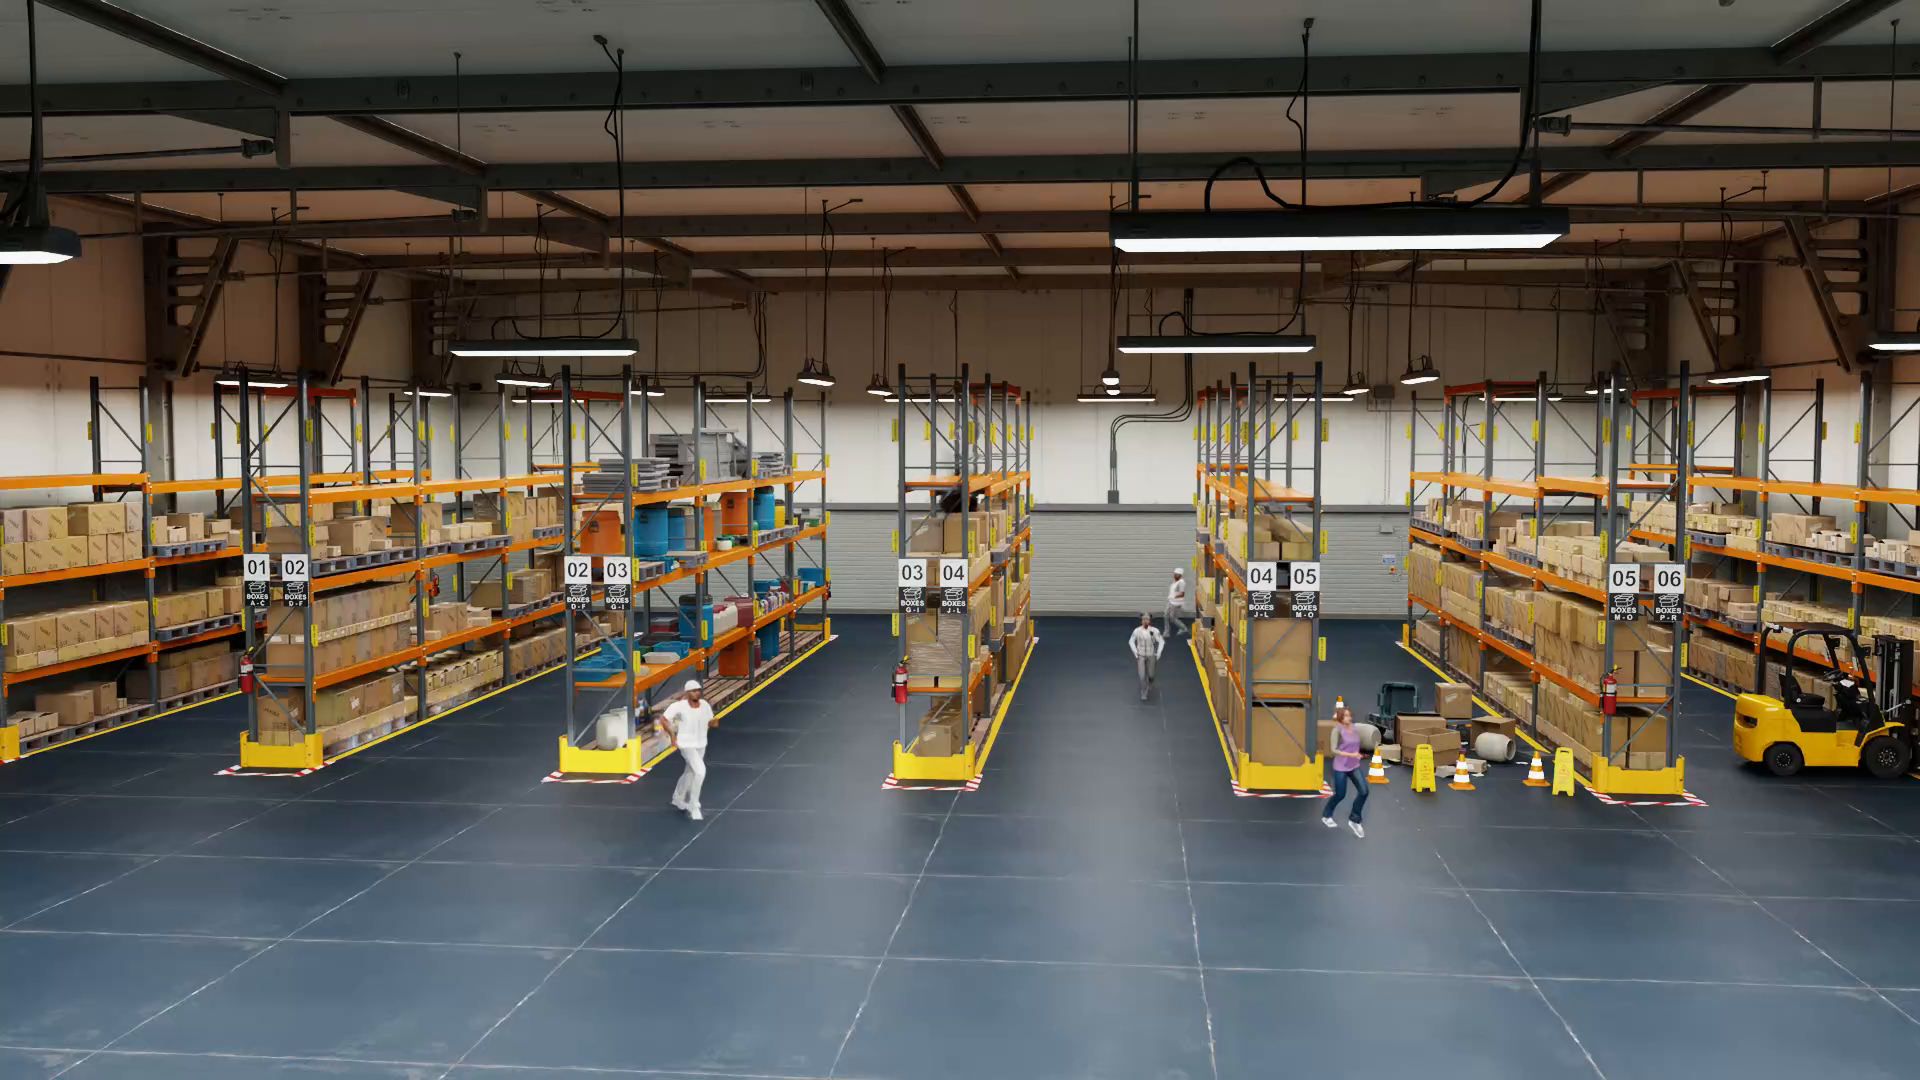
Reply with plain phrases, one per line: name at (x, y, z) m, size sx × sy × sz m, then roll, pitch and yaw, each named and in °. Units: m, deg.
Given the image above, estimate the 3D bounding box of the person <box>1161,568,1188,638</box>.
person at (5.260, 1.543, 40.432) m, size 0.756 × 1.740 × 0.706 m, roll -1°, pitch 4°, yaw -12°

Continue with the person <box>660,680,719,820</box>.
person at (-3.495, 2.739, 21.795) m, size 0.765 × 1.835 × 0.661 m, roll 3°, pitch 5°, yaw 38°

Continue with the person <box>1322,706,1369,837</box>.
person at (4.830, 2.882, 20.813) m, size 0.541 × 1.614 × 0.703 m, roll -2°, pitch 4°, yaw -28°

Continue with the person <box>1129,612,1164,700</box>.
person at (3.509, 2.164, 31.311) m, size 0.667 × 1.643 × 0.573 m, roll 1°, pitch 4°, yaw 8°
